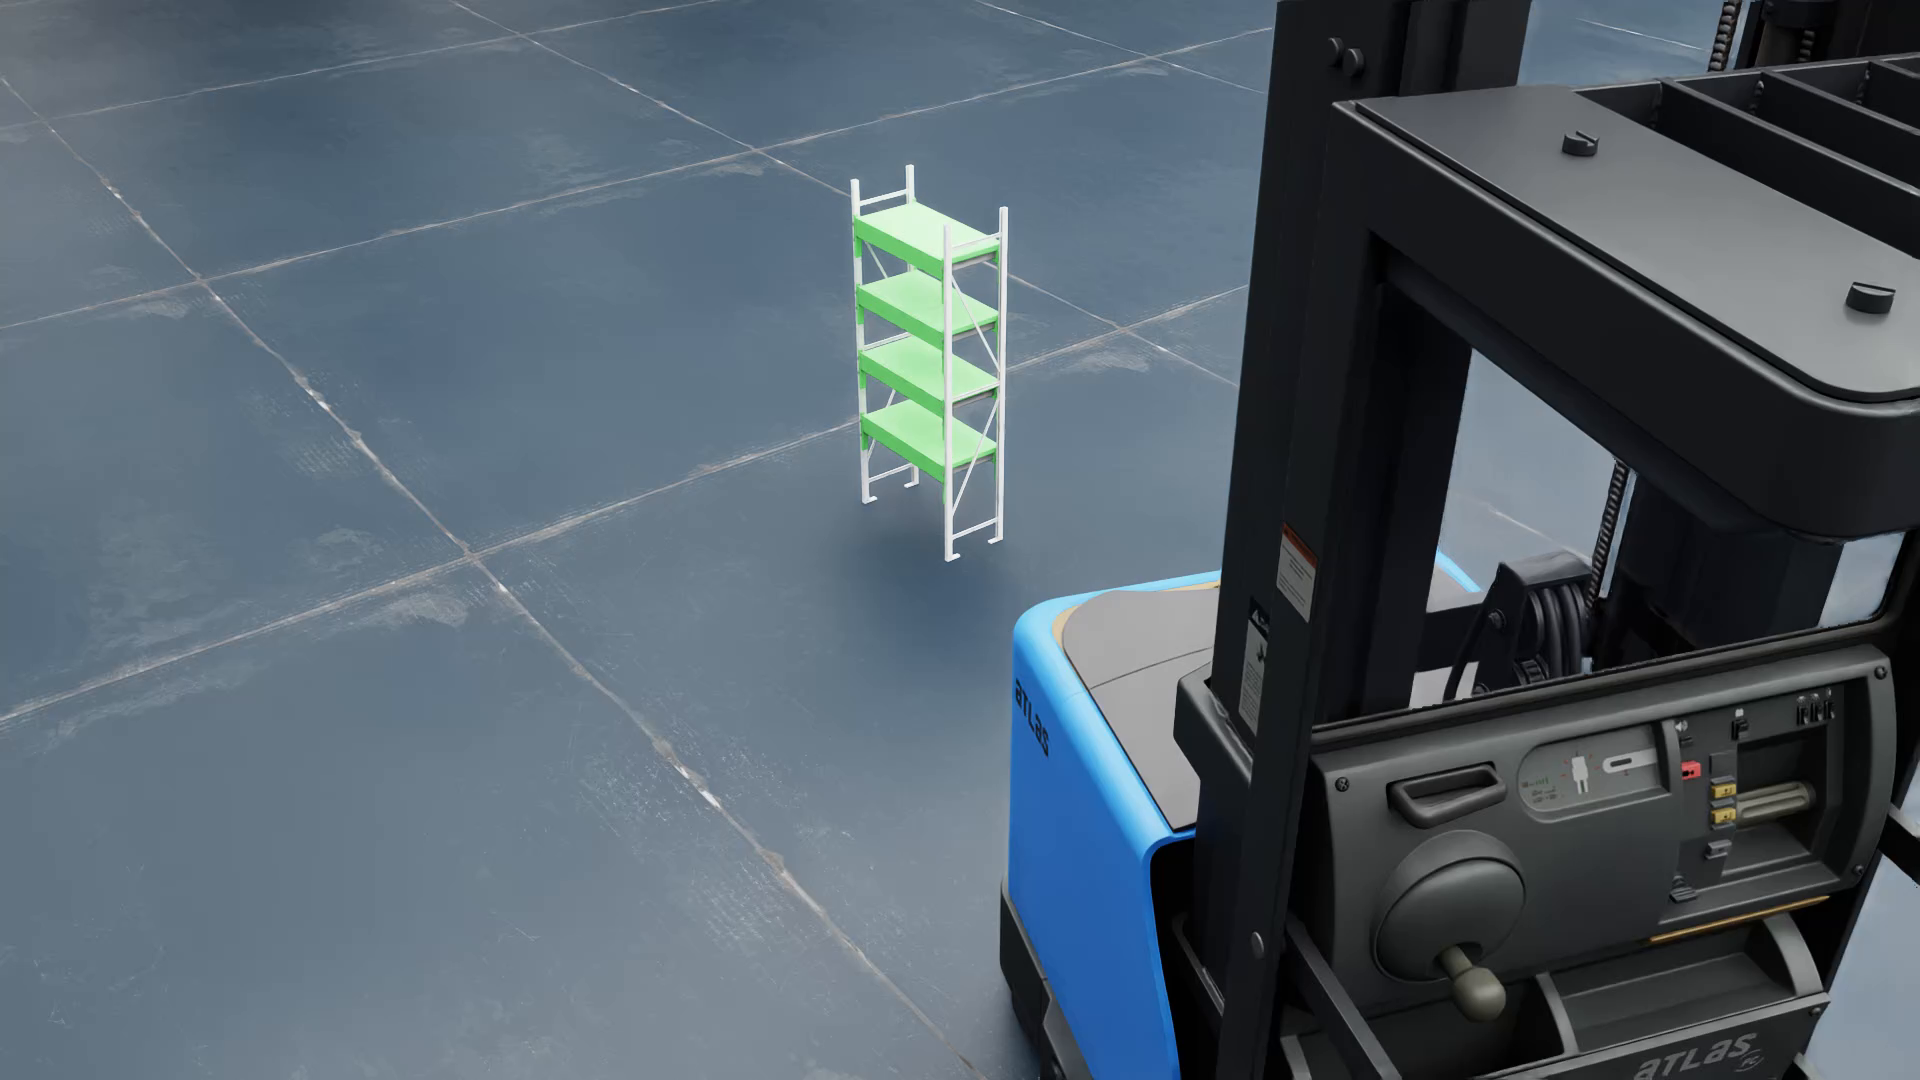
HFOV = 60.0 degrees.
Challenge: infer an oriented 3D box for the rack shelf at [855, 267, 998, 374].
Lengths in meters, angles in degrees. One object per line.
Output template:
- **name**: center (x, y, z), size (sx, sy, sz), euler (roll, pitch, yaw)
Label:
- **rack shelf**: center (-0.102, -0.728, 5.452), size (0.258, 0.148, 0.480), euler (-22, 38, -31)

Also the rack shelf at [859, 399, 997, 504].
- **rack shelf**: center (-0.102, -0.321, 5.705), size (0.258, 0.148, 0.480), euler (-22, 38, -31)

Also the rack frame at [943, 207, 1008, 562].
- **rack frame**: center (0.048, -0.477, 5.381), size (0.240, 1.200, 0.015), euler (-22, 38, -31)

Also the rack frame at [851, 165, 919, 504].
- **rack frame**: center (-0.251, -0.680, 5.708), size (0.240, 1.200, 0.015), euler (-22, 38, -31)

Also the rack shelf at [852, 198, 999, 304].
- **rack shelf**: center (-0.101, -0.932, 5.325), size (0.258, 0.148, 0.480), euler (-22, 38, -31)

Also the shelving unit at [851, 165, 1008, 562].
- **shelving unit**: center (-0.102, -0.579, 5.545), size (0.258, 1.200, 0.503), euler (-22, 38, -31)

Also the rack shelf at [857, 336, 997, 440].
- **rack shelf**: center (-0.102, -0.524, 5.578), size (0.258, 0.148, 0.480), euler (-22, 38, -31)

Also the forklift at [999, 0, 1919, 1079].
- **forklift**: center (1.007, 0.471, 2.213), size (1.130, 2.935, 3.031), euler (-9, 33, -14)
